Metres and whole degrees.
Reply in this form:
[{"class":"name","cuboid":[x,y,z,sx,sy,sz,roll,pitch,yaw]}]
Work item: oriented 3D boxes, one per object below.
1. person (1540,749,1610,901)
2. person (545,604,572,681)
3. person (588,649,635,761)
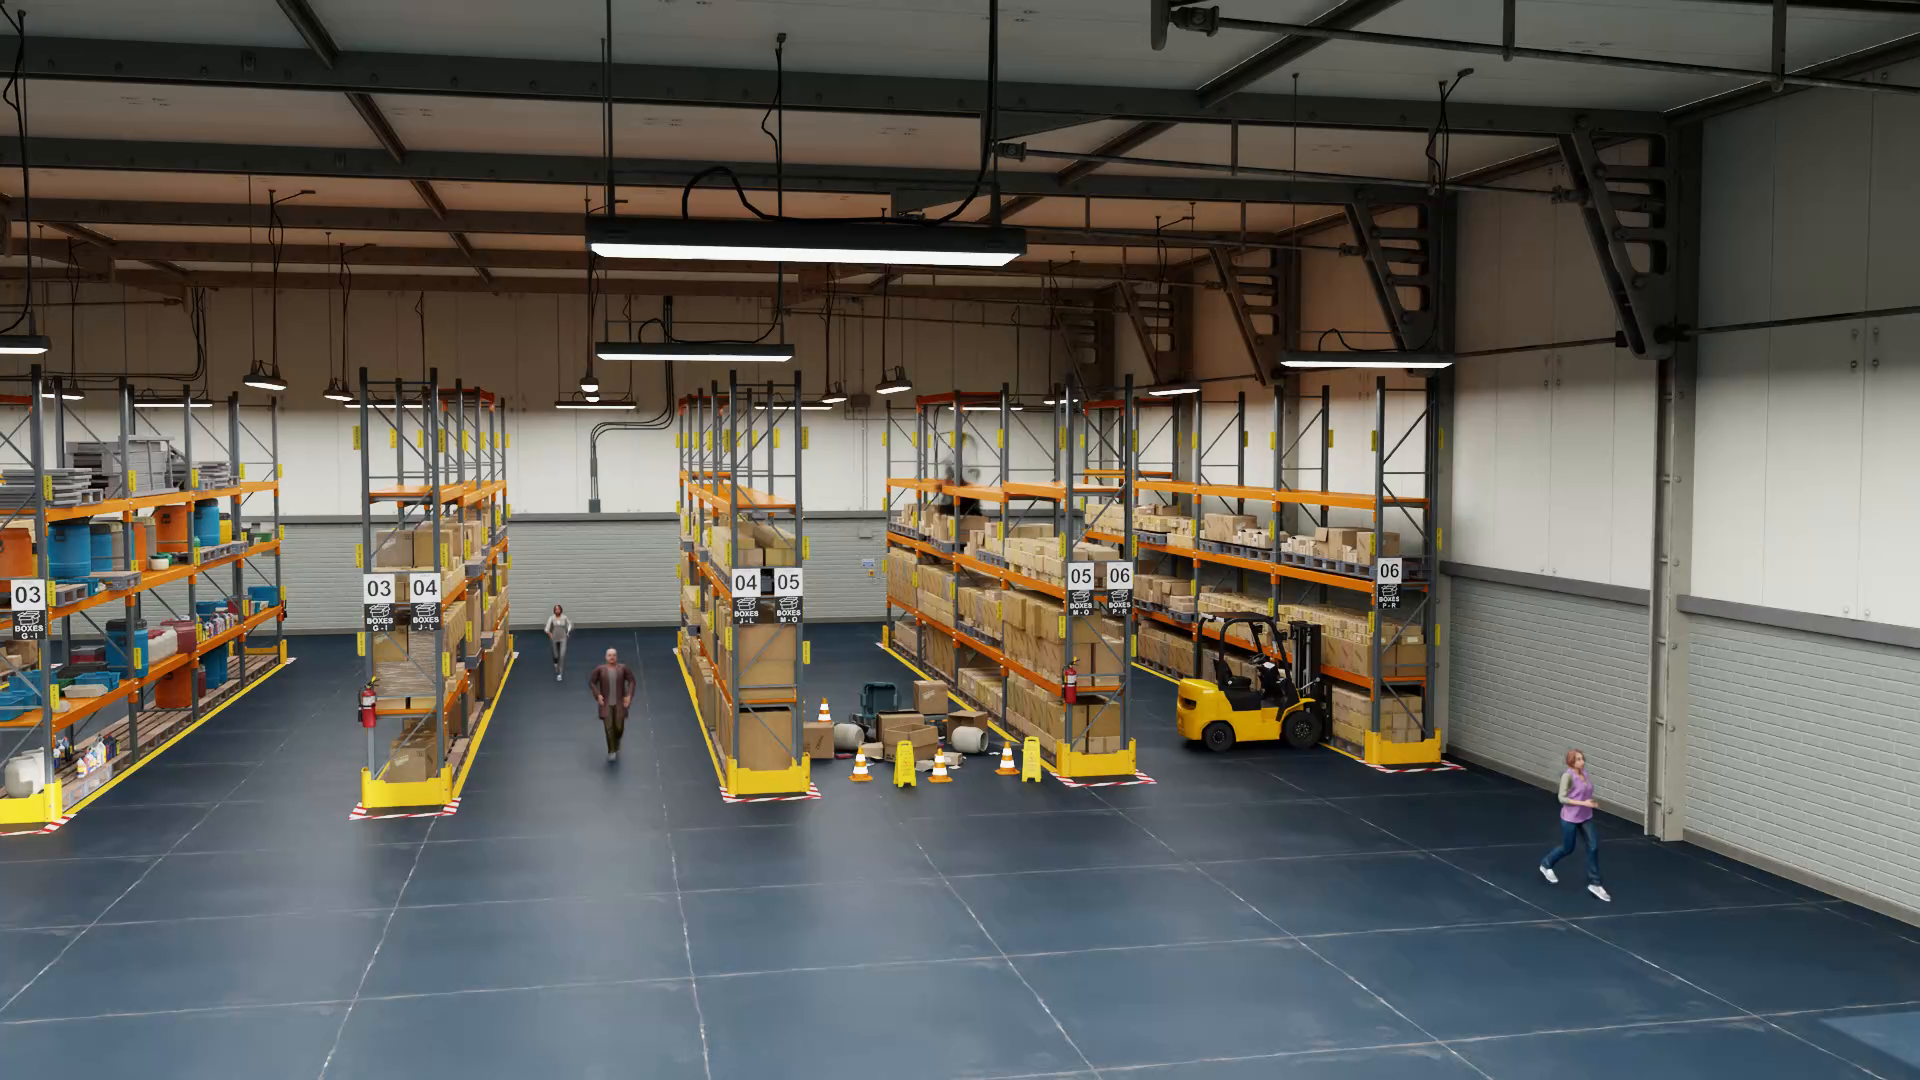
[{"class":"person","cuboid":[6.810,3.106,18.396,0.548,1.610,0.868,-2,4,-27]},{"class":"person","cuboid":[-8.456,2.139,35.034,0.547,1.584,0.750,-1,4,-14]},{"class":"person","cuboid":[-5.498,2.576,26.294,0.730,1.745,0.723,-1,4,-15]}]
